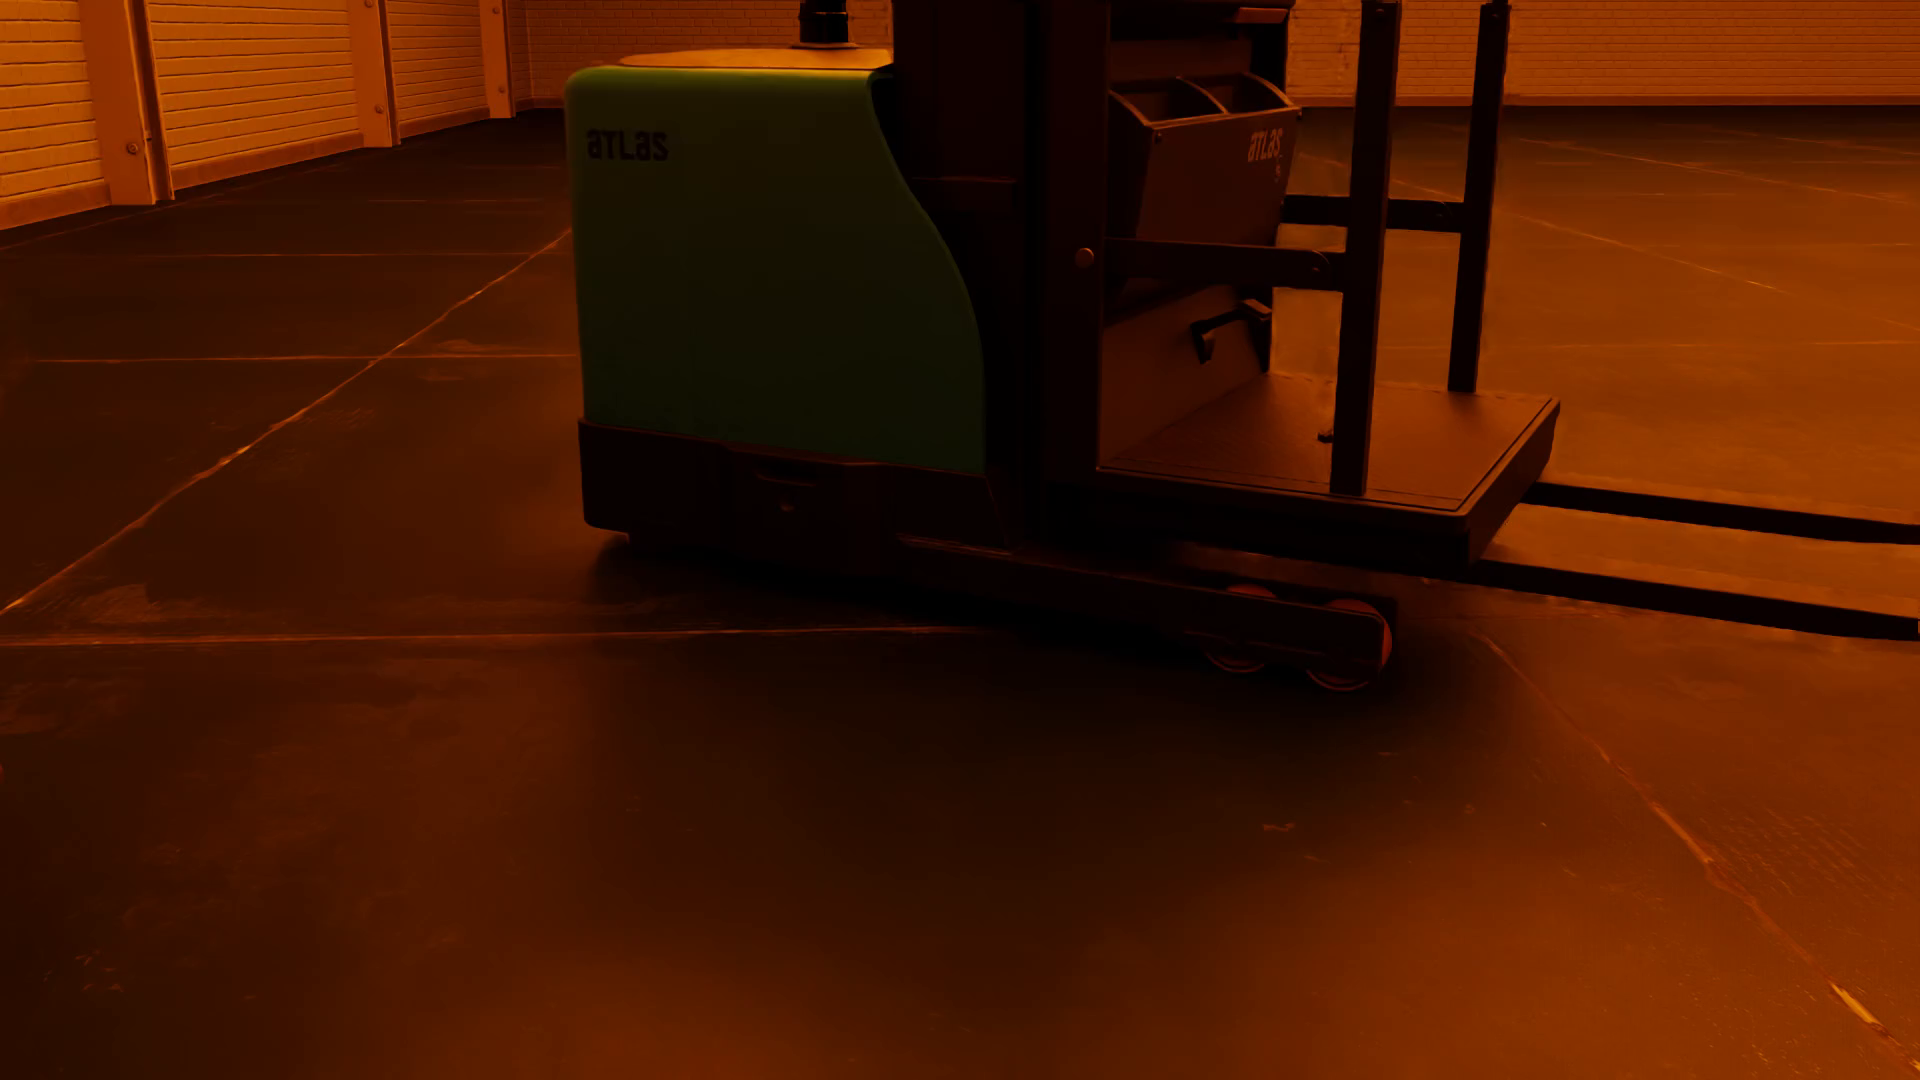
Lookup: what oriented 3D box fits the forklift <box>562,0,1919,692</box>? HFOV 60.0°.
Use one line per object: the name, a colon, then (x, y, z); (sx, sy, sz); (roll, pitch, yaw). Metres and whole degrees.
forklift: (0.682, -1.304, 3.170); (3.031, 2.935, 1.130); (9, 19, 26)
